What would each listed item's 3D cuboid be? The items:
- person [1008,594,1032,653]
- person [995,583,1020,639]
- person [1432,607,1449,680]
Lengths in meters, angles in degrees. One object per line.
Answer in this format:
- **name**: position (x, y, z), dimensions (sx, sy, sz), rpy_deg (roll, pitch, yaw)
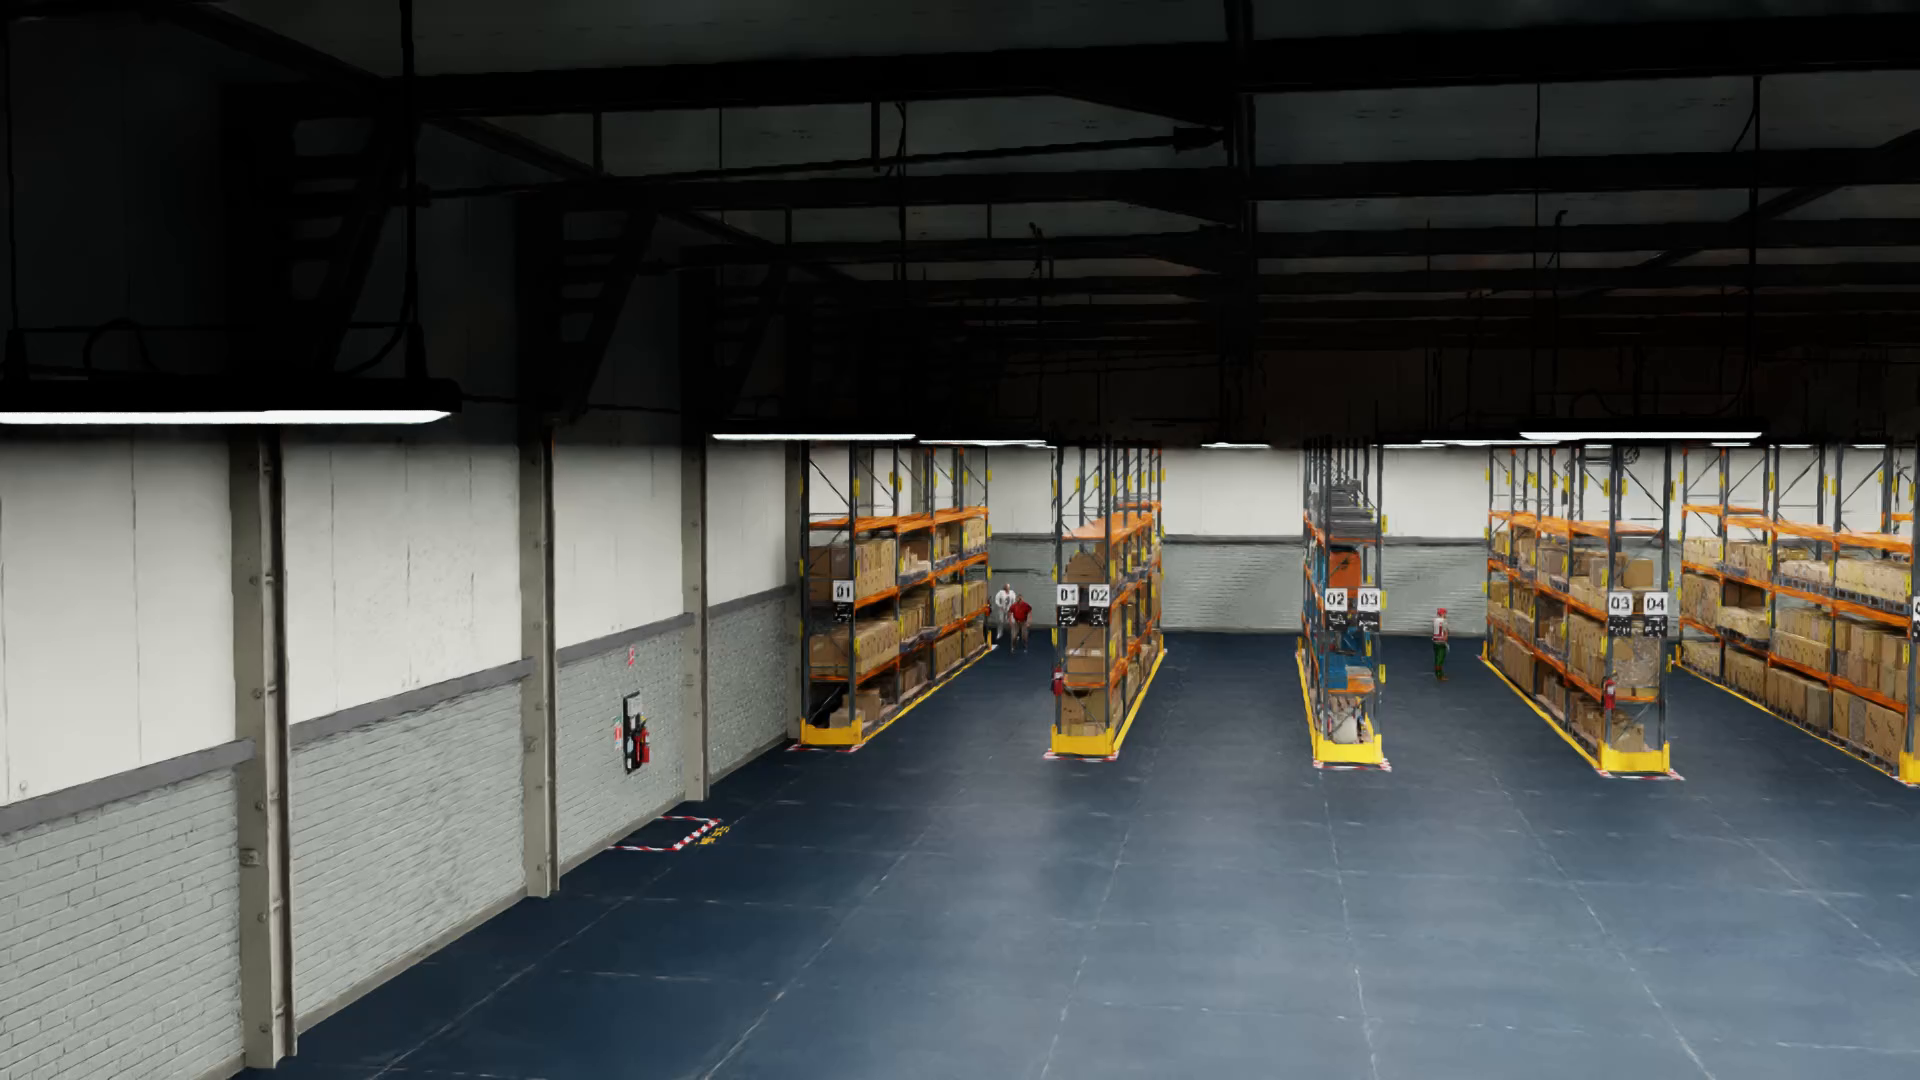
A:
- **person**: position (1.701, 2.352, 46.968), dimensions (0.682, 1.676, 0.535), rpy_deg (0, 3, 8)
- **person**: position (1.399, 2.135, 50.337), dimensions (0.735, 1.712, 0.900), rpy_deg (0, 3, -6)
- **person**: position (12.010, 2.569, 41.420), dimensions (0.468, 1.794, 0.625), rpy_deg (-1, 3, -16)
